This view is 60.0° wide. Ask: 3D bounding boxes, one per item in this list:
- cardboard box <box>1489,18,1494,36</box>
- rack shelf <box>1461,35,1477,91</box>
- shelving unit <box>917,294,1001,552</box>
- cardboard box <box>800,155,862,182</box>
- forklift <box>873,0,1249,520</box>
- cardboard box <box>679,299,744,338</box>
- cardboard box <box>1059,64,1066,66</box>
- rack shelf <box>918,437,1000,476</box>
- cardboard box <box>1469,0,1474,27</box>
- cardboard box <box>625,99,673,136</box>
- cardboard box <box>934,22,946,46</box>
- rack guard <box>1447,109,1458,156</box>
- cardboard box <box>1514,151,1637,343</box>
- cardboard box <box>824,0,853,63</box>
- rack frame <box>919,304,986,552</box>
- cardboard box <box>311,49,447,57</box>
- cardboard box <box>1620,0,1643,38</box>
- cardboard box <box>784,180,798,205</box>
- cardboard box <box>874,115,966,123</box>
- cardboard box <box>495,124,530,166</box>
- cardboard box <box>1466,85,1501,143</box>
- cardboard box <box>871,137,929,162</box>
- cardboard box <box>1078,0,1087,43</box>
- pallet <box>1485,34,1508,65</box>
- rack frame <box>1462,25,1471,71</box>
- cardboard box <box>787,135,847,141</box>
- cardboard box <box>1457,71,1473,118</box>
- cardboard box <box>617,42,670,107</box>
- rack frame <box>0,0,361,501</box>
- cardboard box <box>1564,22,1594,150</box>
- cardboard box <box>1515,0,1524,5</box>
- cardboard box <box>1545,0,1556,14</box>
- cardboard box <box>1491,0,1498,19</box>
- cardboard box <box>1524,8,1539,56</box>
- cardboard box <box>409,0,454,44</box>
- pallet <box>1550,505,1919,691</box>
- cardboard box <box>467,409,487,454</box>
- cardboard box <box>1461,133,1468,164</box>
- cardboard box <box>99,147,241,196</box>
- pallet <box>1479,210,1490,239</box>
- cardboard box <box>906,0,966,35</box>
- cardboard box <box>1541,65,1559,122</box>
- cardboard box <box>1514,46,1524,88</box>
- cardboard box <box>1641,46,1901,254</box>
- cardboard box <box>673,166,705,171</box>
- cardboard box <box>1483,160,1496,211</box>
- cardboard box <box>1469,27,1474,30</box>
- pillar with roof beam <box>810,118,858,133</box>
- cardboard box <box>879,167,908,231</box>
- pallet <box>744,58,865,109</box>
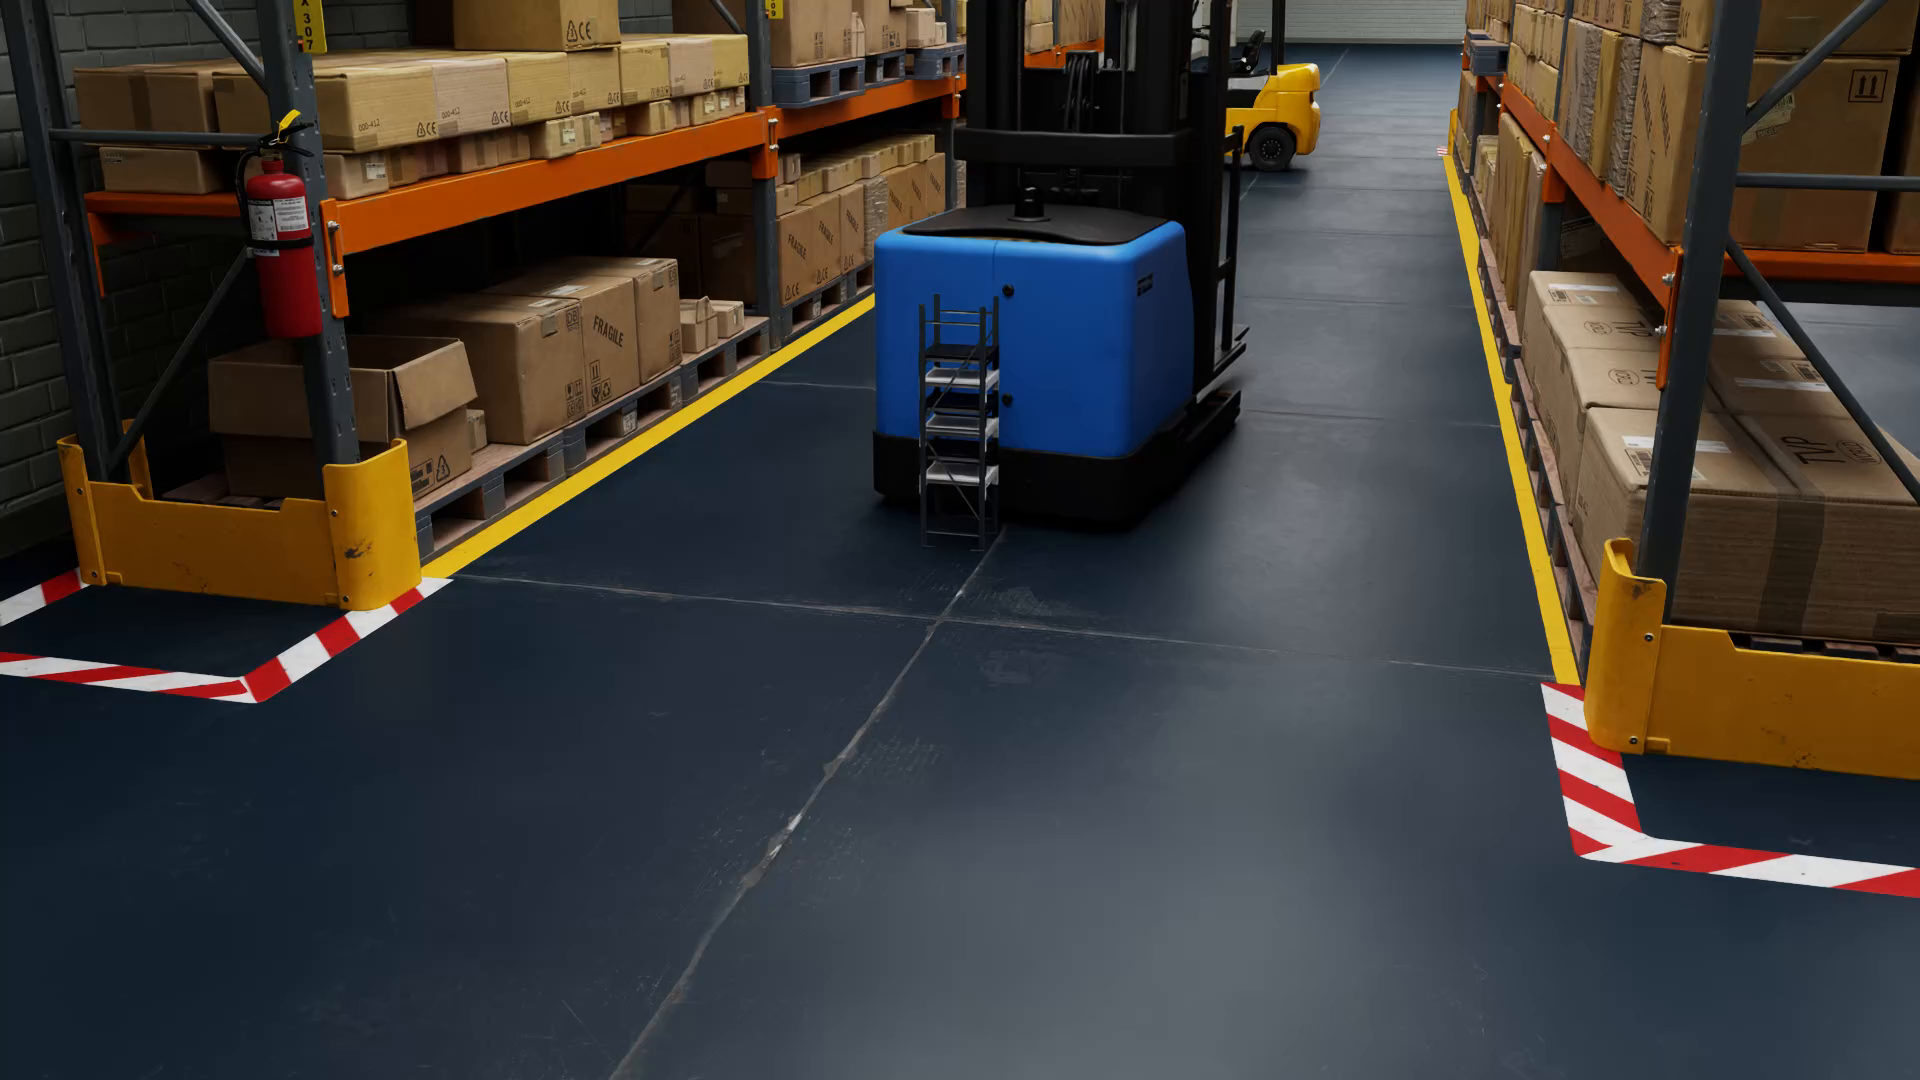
[{"bbox_3d":[4.481,-4.151,13.438,0.380,0.149,0.250,5,20,15],"label":"cardboard box"},{"bbox_3d":[5.757,-4.912,17.041,1.077,0.370,4.000,5,19,13],"label":"rack shelf"},{"bbox_3d":[-0.002,-0.423,6.035,0.258,0.900,0.210,5,19,13],"label":"shelving unit"},{"bbox_3d":[-0.859,-2.424,10.858,0.380,0.149,0.250,5,19,14],"label":"cardboard box"},{"bbox_3d":[0.667,-1.898,7.211,1.130,2.935,3.031,7,20,20],"label":"forklift"},{"bbox_3d":[-1.352,-1.161,8.706,0.380,0.149,0.250,4,19,12],"label":"cardboard box"},{"bbox_3d":[1.130,-5.505,19.722,0.500,0.250,0.500,4,19,13],"label":"cardboard box"},{"bbox_3d":[-0.002,-0.307,6.075,0.258,0.077,0.200,5,19,13],"label":"rack shelf"},{"bbox_3d":[5.614,-5.618,17.381,0.500,0.500,0.500,4,19,12],"label":"cardboard box"},{"bbox_3d":[-1.542,-1.941,7.619,0.380,0.149,0.250,4,19,13],"label":"cardboard box"},{"bbox_3d":[-0.312,-3.606,11.844,0.380,0.149,0.250,5,19,14],"label":"cardboard box"},{"bbox_3d":[6.227,-4.673,19.094,1.175,0.500,0.348,5,19,13],"label":"rack guard"},{"bbox_3d":[3.387,-1.512,8.611,0.875,0.875,0.875,5,20,15],"label":"cardboard box"},{"bbox_3d":[-1.039,-3.051,9.676,0.700,0.500,0.500,5,19,14],"label":"cardboard box"},{"bbox_3d":[-0.027,-0.391,5.941,0.240,0.900,0.006,5,19,13],"label":"rack frame"},{"bbox_3d":[-2.370,-1.807,6.608,0.500,0.250,0.500,5,20,15],"label":"cardboard box"},{"bbox_3d":[2.446,-1.876,5.337,0.500,0.500,0.500,5,19,13],"label":"cardboard box"},{"bbox_3d":[-1.162,-2.016,9.663,0.380,0.149,0.250,4,19,12],"label":"cardboard box"},{"bbox_3d":[-0.206,-3.237,14.050,0.875,0.625,0.625,5,20,15],"label":"cardboard box"},{"bbox_3d":[-1.903,-1.544,6.457,0.380,0.149,0.250,5,19,14],"label":"cardboard box"},{"bbox_3d":[5.152,-4.085,15.950,0.500,0.500,0.500,4,19,13],"label":"cardboard box"},{"bbox_3d":[-0.435,-2.823,12.025,0.380,0.149,0.250,4,19,11],"label":"cardboard box"},{"bbox_3d":[1.049,-5.506,17.511,0.500,0.500,0.500,4,19,13],"label":"cardboard box"},{"bbox_3d":[4.735,-3.905,13.276,1.003,0.211,1.213,5,19,13],"label":"pallet"},{"bbox_3d":[6.245,-5.879,18.760,1.000,3.000,0.127,5,19,13],"label":"rack frame"},{"bbox_3d":[-1.044,-2.865,12.150,0.380,0.149,0.250,5,20,15],"label":"cardboard box"},{"bbox_3d":[5.775,-4.893,18.317,0.500,0.500,0.500,4,19,12],"label":"cardboard box"},{"bbox_3d":[-1.631,-2.086,7.427,0.500,0.250,0.500,5,19,13],"label":"cardboard box"},{"bbox_3d":[-2.478,-1.255,5.222,1.000,3.000,0.127,5,19,13],"label":"rack frame"},{"bbox_3d":[2.818,-1.882,6.901,0.500,0.500,0.500,5,19,14],"label":"cardboard box"},{"bbox_3d":[3.933,-3.757,10.845,0.500,0.500,0.500,4,19,12],"label":"cardboard box"},{"bbox_3d":[3.298,-2.961,8.515,0.500,0.500,0.500,5,19,14],"label":"cardboard box"},{"bbox_3d":[4.370,-4.244,12.708,0.500,0.500,0.500,3,19,10],"label":"cardboard box"},{"bbox_3d":[3.530,-2.923,9.563,0.500,0.250,0.500,5,19,14],"label":"cardboard box"},{"bbox_3d":[-2.122,-2.488,7.442,0.500,0.500,0.500,4,19,12],"label":"cardboard box"},{"bbox_3d":[2.456,0.198,5.280,1.003,0.211,1.213,5,19,13],"label":"pallet"},{"bbox_3d":[-2.095,-0.419,6.535,0.380,0.149,0.250,4,19,11],"label":"cardboard box"},{"bbox_3d":[5.272,-3.897,16.561,0.500,0.250,0.500,4,19,12],"label":"cardboard box"},{"bbox_3d":[-2.657,-1.261,5.629,0.380,0.149,0.250,4,19,13],"label":"cardboard box"},{"bbox_3d":[4.483,-2.297,12.586,1.003,0.211,1.213,5,19,13],"label":"pallet"},{"bbox_3d":[-0.154,-4.046,12.851,0.500,0.250,0.500,5,19,13],"label":"cardboard box"},{"bbox_3d":[3.179,-2.208,8.242,0.500,0.250,0.500,4,19,12],"label":"cardboard box"},{"bbox_3d":[3.819,-3.005,10.577,0.500,0.250,0.500,4,19,12],"label":"cardboard box"},{"bbox_3d":[2.197,-1.084,4.565,0.500,0.500,0.500,5,19,14],"label":"cardboard box"},{"bbox_3d":[-1.543,-2.212,10.237,0.380,0.149,0.250,4,19,11],"label":"cardboard box"},{"bbox_3d":[4.611,-2.735,12.971,0.950,0.372,0.625,4,19,12],"label":"cardboard box"},{"bbox_3d":[5.664,-5.437,17.855,0.380,0.149,0.250,5,19,14],"label":"cardboard box"},{"bbox_3d":[3.096,-6.741,12.003,9.100,9.000,0.400,5,19,13],"label":"pillar with roof beam"},{"bbox_3d":[-0.676,-2.309,11.524,0.500,0.500,0.500,6,20,16],"label":"cardboard box"},{"bbox_3d":[-1.200,-2.660,9.631,1.003,0.211,1.213,5,19,13],"label":"pallet"}]
